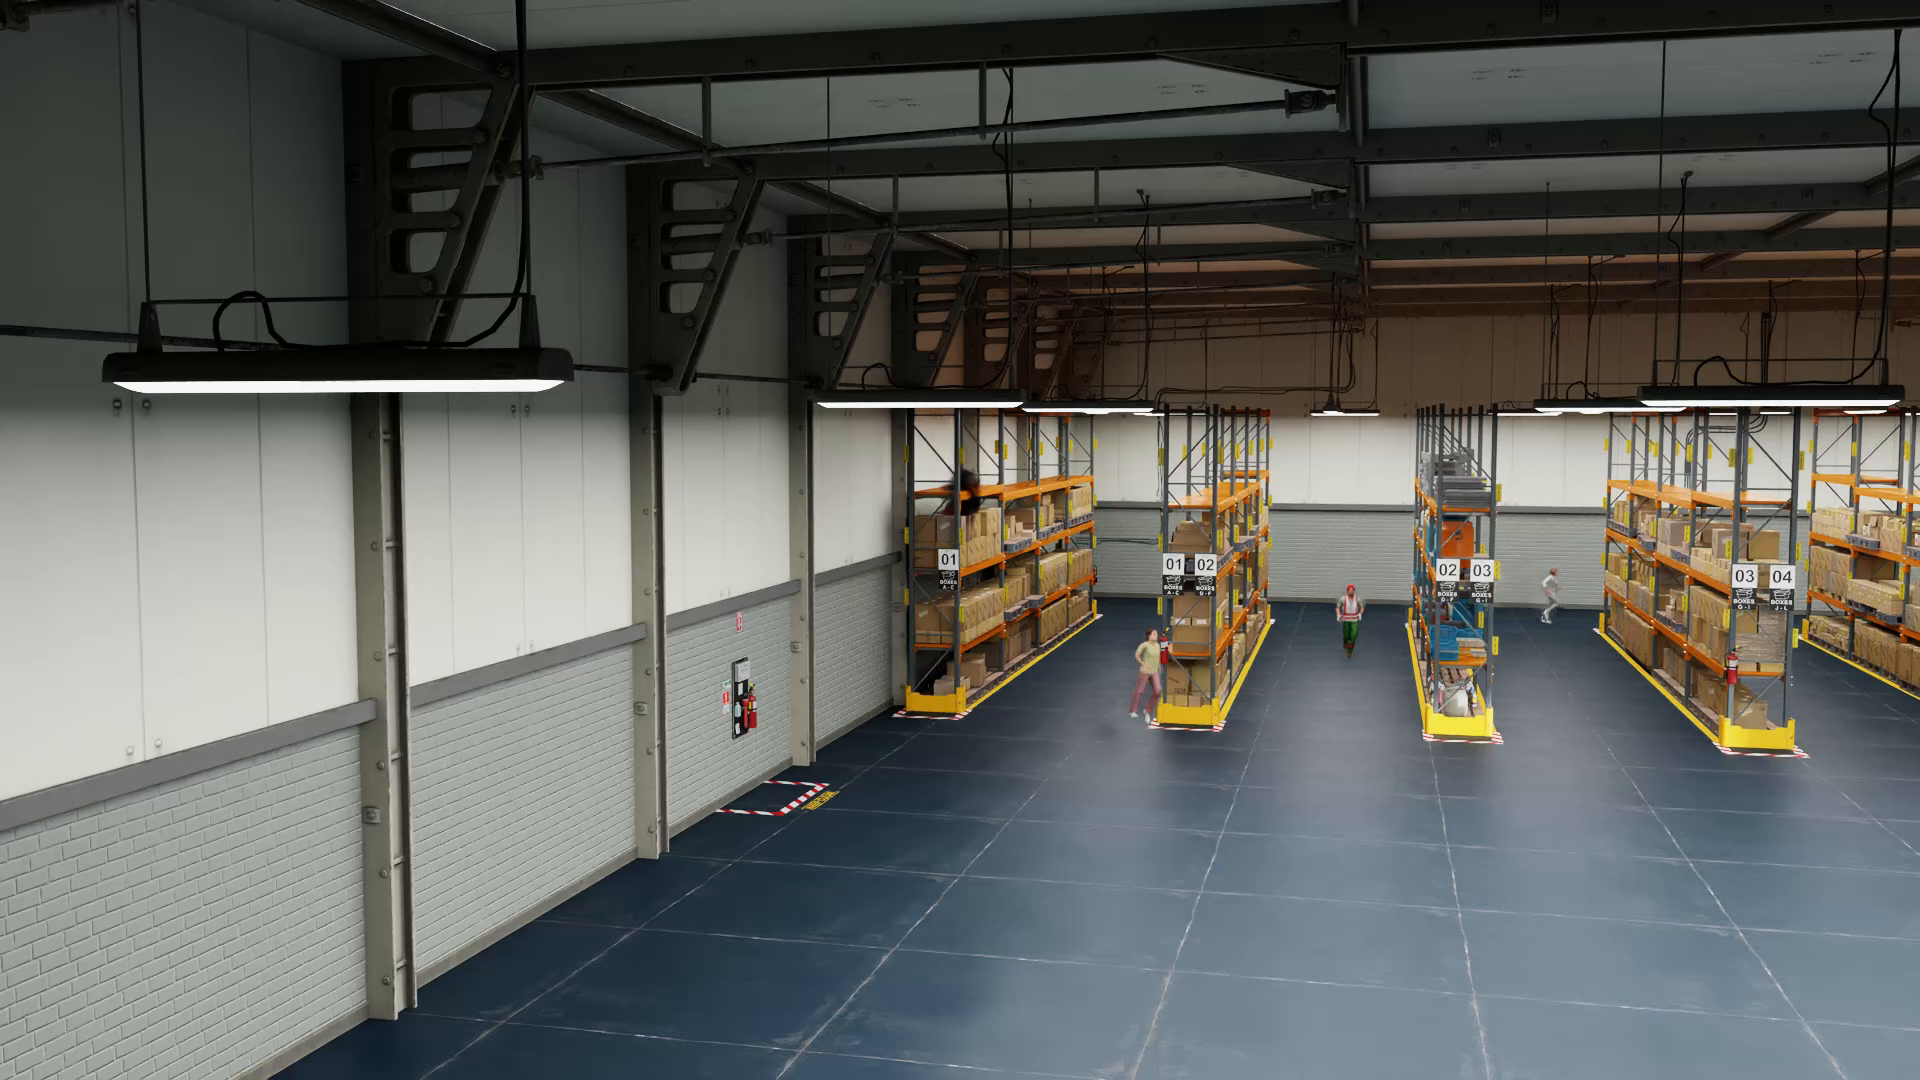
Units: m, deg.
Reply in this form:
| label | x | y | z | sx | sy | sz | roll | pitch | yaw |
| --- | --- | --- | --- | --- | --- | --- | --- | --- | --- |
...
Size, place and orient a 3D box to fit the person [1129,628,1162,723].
| label | x | y | z | sx | sy | sz | roll | pitch | yaw |
| --- | --- | --- | --- | --- | --- | --- | --- | --- | --- |
| person | 3.444 | 2.445 | 30.214 | 0.636 | 1.706 | 0.612 | -2 | 5 | -26 |

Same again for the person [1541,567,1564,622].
| label | x | y | z | sx | sy | sz | roll | pitch | yaw |
| --- | --- | --- | --- | --- | --- | --- | --- | --- | --- |
| person | 16.630 | 1.543 | 46.685 | 0.587 | 1.556 | 0.537 | 3 | 5 | 31 |

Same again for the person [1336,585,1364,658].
| label | x | y | z | sx | sy | sz | roll | pitch | yaw |
| --- | --- | --- | --- | --- | --- | --- | --- | --- | --- |
| person | 9.410 | 1.949 | 40.099 | 0.670 | 1.752 | 0.611 | 0 | 4 | 6 |
